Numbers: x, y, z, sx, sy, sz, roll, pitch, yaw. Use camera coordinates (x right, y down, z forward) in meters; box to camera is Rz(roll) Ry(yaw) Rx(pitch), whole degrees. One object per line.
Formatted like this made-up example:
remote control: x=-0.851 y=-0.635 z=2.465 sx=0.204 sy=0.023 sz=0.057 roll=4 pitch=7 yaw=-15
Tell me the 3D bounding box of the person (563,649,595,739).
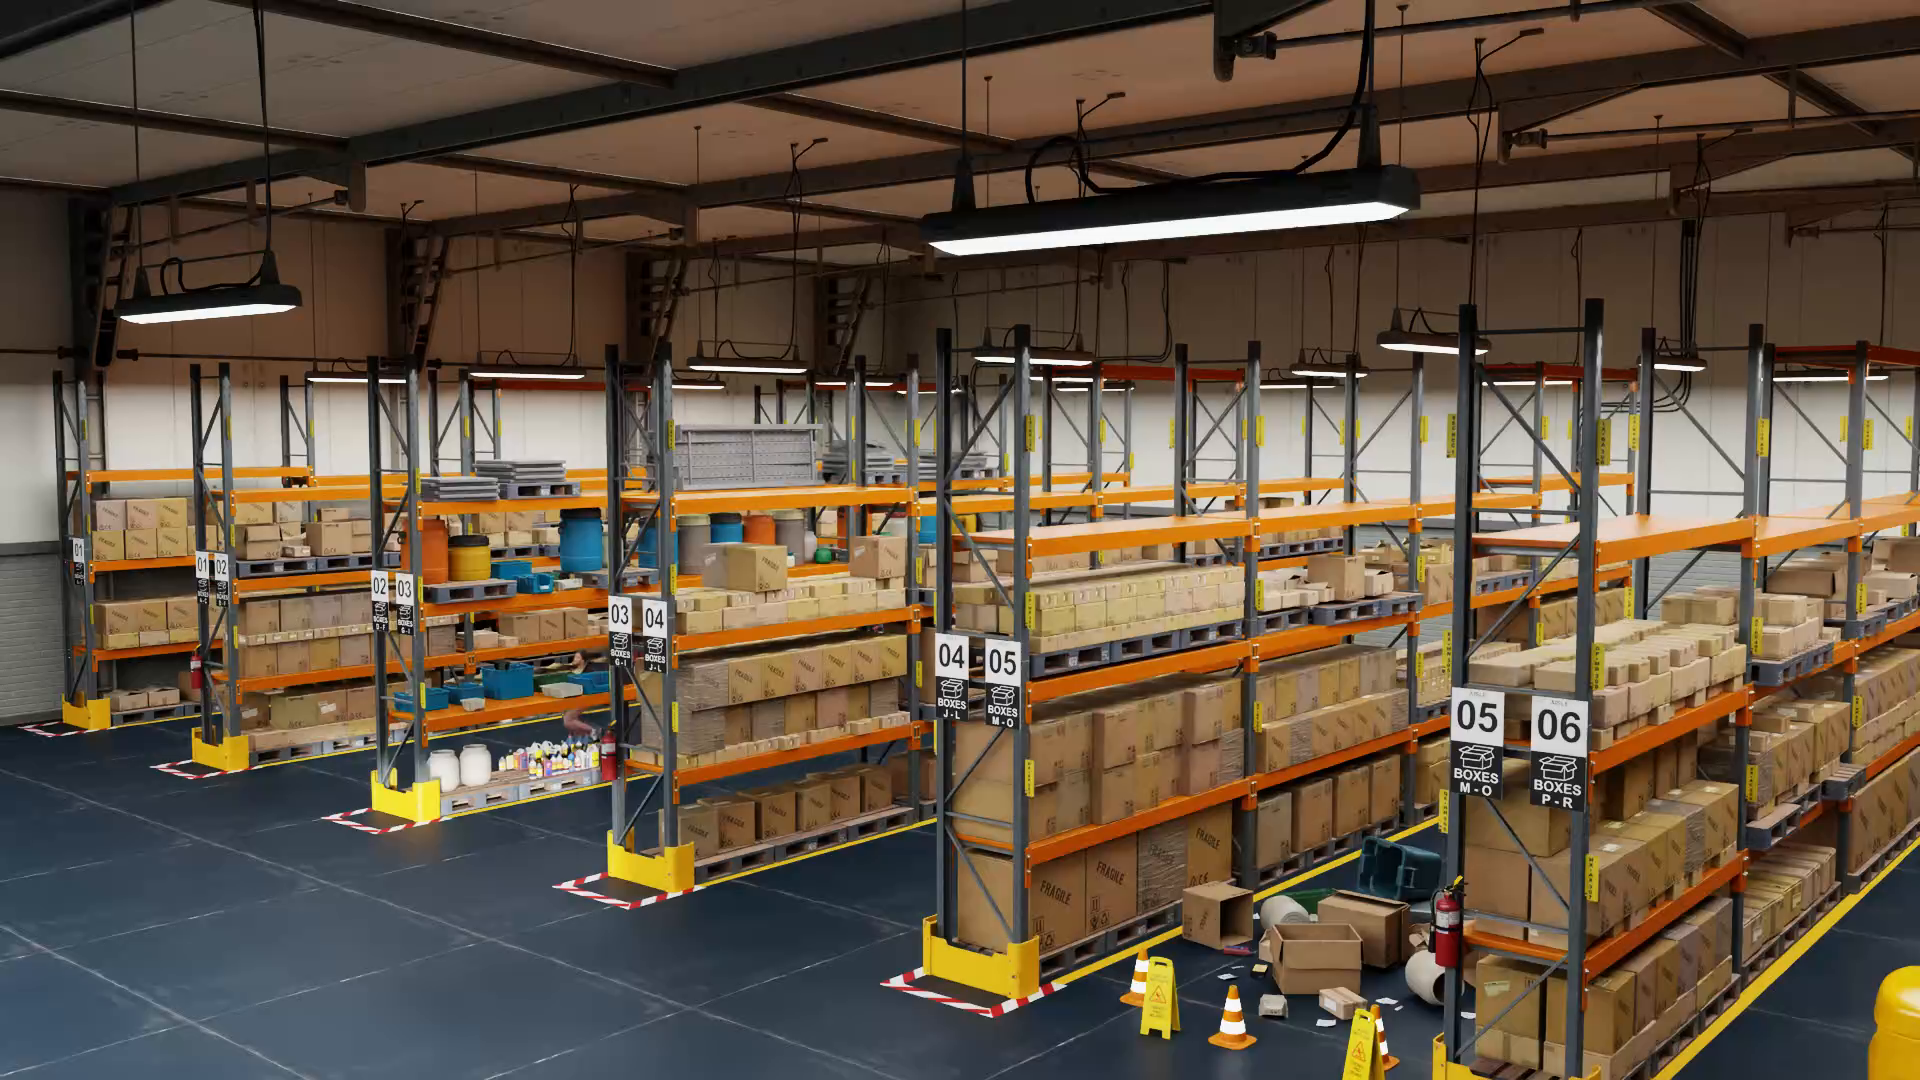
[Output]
person: x=-5.931 y=2.495 z=25.893 sx=0.524 sy=1.608 sz=0.632 roll=-2 pitch=5 yaw=-28
